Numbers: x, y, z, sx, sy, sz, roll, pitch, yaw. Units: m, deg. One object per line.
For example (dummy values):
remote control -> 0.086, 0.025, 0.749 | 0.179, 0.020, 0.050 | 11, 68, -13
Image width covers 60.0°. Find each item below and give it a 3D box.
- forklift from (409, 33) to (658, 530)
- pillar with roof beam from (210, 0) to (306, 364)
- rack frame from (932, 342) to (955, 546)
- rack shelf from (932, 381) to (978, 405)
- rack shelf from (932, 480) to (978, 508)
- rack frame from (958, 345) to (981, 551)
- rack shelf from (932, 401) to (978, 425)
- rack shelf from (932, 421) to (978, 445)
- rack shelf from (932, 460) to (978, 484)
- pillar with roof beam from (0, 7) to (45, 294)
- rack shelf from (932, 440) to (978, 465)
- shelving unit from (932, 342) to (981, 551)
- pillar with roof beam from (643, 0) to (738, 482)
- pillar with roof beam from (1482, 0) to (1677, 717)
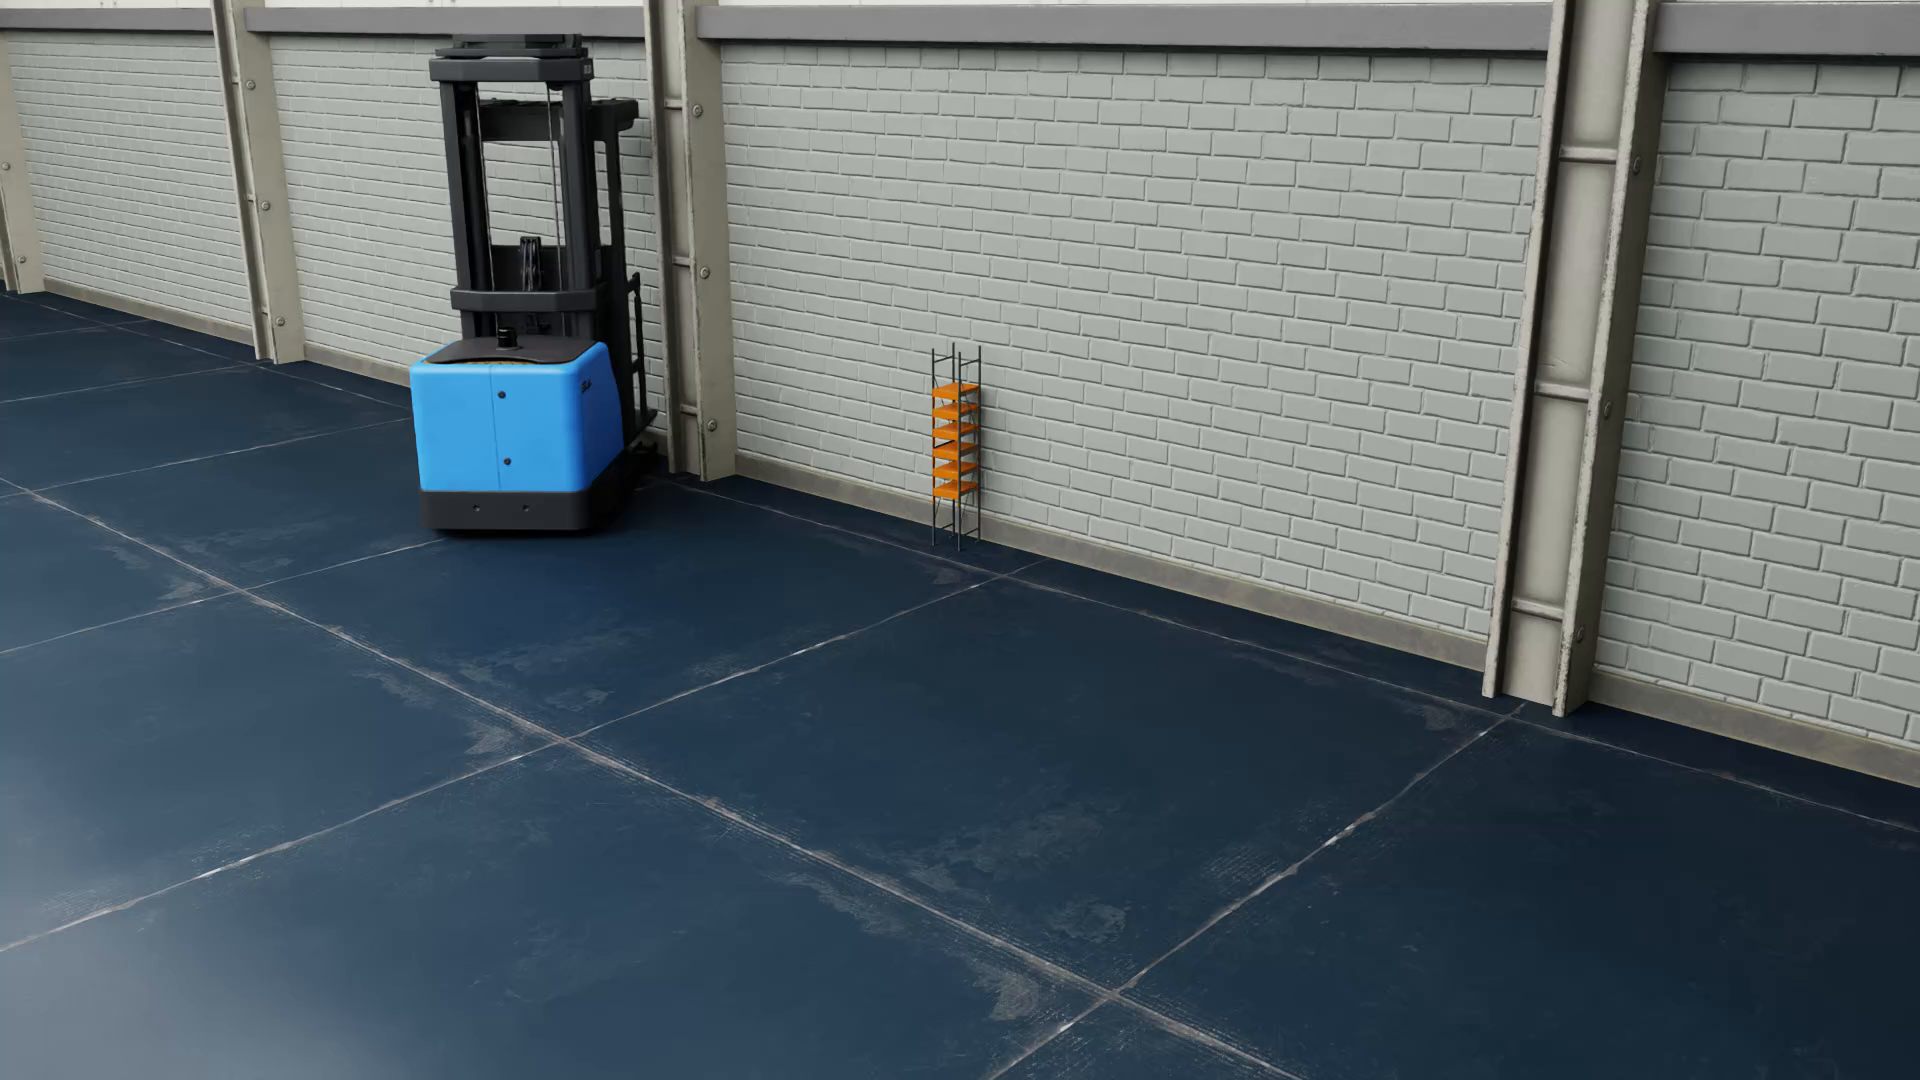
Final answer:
forklift -> -2.715, -1.848, 11.091 | 1.130, 2.935, 3.031 | 1, 18, 2
pillar with roof beam -> -9.132, -4.991, 10.962 | 0.400, 9.000, 9.100 | 15, 23, 39
rack frame -> -0.097, -0.567, 9.914 | 0.006, 1.200, 0.240 | 11, 20, 31
rack shelf -> -0.020, -0.853, 9.772 | 0.180, 0.103, 0.258 | 11, 20, 31
rack shelf -> -0.020, -0.281, 9.952 | 0.180, 0.103, 0.258 | 11, 20, 31
rack frame -> 0.057, -0.538, 9.820 | 0.006, 1.200, 0.240 | 11, 20, 31
rack shelf -> -0.020, -0.739, 9.808 | 0.180, 0.103, 0.258 | 11, 20, 31
rack shelf -> -0.020, -0.624, 9.844 | 0.180, 0.103, 0.258 | 11, 20, 31
rack shelf -> -0.020, -0.395, 9.916 | 0.180, 0.103, 0.258 | 11, 20, 31
pillar with roof beam -> -13.620, -6.196, 14.758 | 0.400, 9.000, 9.100 | 15, 23, 39
rack shelf -> -0.020, -0.510, 9.880 | 0.180, 0.103, 0.258 | 11, 20, 31
shelving unit -> -0.020, -0.552, 9.867 | 0.189, 1.200, 0.258 | 11, 20, 31
pillar with roof beam -> -4.644, -3.786, 7.166 | 0.400, 9.000, 9.100 | 15, 23, 39
pillar with roof beam -> -0.157, -2.582, 3.370 | 0.400, 9.000, 9.100 | 15, 23, 39
